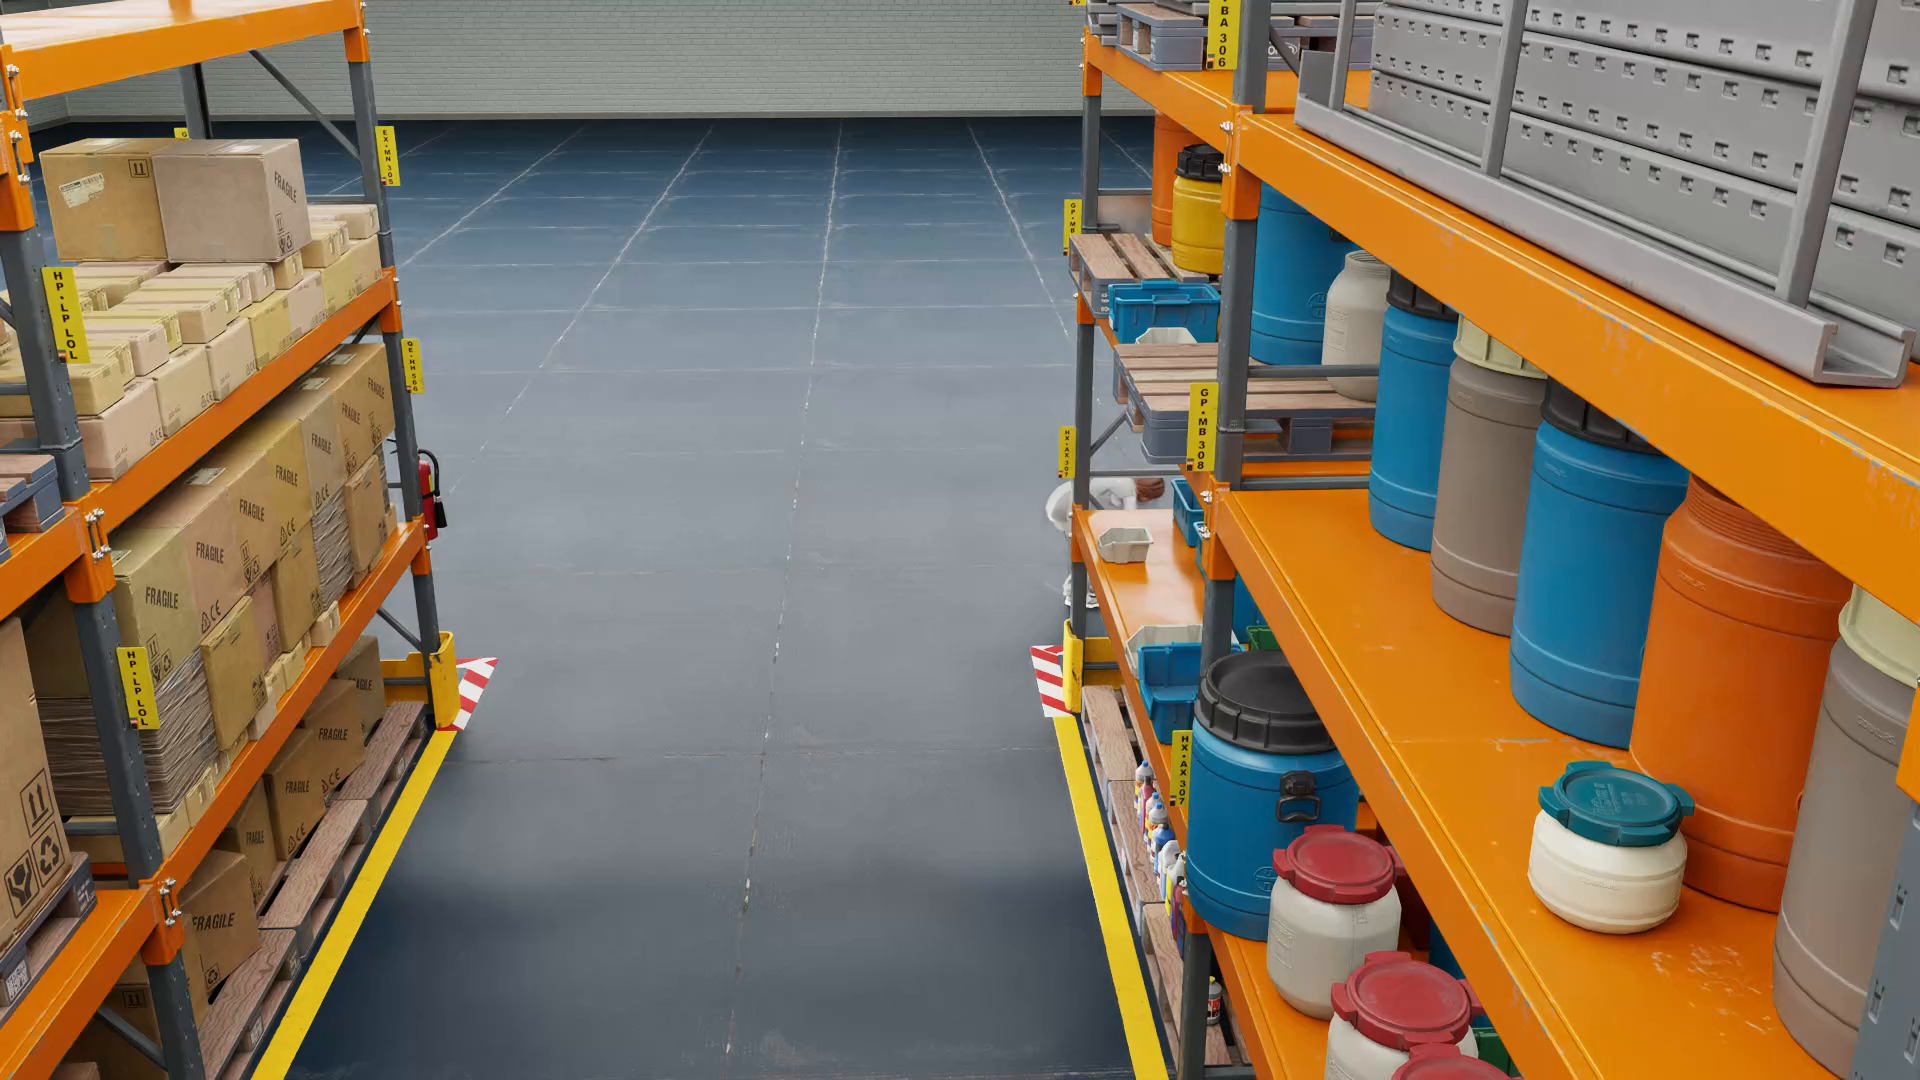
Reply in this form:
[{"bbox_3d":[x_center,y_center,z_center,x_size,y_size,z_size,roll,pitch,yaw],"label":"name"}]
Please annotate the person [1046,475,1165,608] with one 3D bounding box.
[{"bbox_3d":[1.045,-0.014,12.026,0.861,0.965,0.417,-2,21,-6],"label":"person"}]
